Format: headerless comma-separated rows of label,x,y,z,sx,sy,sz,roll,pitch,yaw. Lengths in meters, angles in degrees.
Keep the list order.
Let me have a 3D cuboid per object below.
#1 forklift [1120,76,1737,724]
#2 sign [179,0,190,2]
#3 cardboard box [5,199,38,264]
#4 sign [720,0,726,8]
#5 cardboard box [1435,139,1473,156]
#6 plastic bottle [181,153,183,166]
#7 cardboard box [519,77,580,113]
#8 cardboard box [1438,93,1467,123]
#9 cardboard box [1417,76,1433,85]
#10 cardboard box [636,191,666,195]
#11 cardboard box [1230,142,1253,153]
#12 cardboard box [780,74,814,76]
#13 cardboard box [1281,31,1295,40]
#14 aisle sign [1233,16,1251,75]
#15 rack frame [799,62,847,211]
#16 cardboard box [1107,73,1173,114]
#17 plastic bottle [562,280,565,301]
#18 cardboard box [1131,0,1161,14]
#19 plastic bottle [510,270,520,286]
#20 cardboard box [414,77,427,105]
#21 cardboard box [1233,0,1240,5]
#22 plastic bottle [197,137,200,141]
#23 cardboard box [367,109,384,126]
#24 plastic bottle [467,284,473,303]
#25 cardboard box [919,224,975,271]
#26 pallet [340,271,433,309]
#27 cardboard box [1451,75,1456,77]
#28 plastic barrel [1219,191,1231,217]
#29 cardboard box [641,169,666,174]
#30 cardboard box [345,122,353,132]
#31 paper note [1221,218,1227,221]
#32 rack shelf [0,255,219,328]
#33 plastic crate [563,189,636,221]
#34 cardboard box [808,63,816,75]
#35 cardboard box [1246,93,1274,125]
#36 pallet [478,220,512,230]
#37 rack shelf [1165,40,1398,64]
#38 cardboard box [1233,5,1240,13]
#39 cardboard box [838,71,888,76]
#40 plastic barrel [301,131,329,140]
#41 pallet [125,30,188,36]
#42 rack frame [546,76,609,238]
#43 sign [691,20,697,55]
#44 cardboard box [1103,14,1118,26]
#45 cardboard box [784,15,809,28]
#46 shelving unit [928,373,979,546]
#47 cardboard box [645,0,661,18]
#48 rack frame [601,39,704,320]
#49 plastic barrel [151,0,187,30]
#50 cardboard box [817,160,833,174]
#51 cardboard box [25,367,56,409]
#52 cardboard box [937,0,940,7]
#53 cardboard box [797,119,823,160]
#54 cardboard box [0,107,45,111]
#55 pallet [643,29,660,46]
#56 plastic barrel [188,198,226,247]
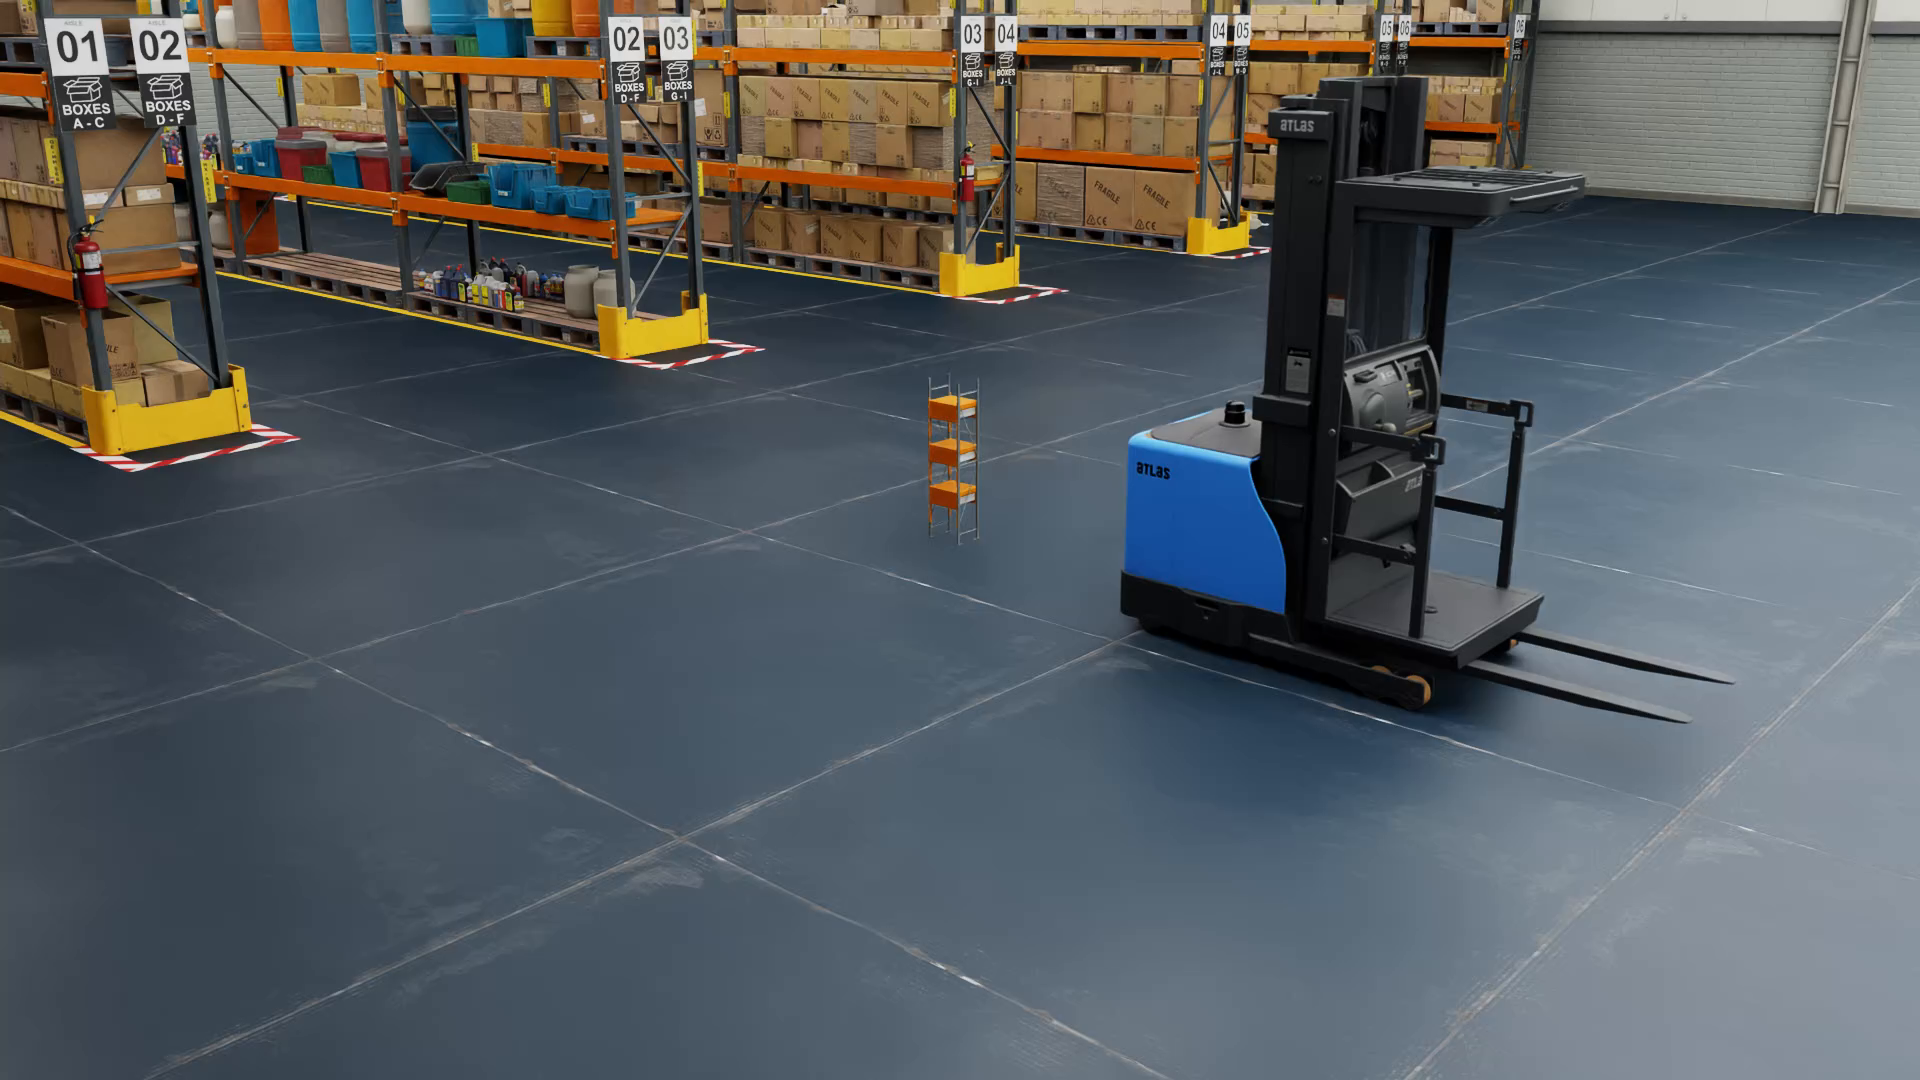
forklift,2.327,-0.749,8.217,3.031,2.935,1.130,15,23,39
sign,-5.906,-4.248,12.594,0.005,0.325,0.100,15,23,39
cardboard box,-7.383,-2.589,13.737,0.500,0.500,0.700,15,23,40
sign,-3.058,-7.021,21.402,0.005,0.325,0.100,15,23,39
cardboard box,9.232,-7.335,31.055,0.500,0.250,0.500,16,23,40
plastic bottle,-10.241,-5.046,21.974,0.097,0.201,0.097,0,18,0
cardboard box,-6.220,-6.762,25.229,0.637,0.503,0.797,16,24,41
cardboard box,9.245,-8.039,30.910,0.500,0.500,0.500,16,24,41
cardboard box,8.741,-8.602,31.120,0.250,0.149,0.380,16,23,40
cardboard box,-4.746,-4.866,24.482,0.500,0.500,0.700,13,22,35
cardboard box,4.791,-6.707,28.417,0.250,0.149,0.380,17,24,42
cardboard box,-2.173,-5.921,22.091,0.500,0.500,0.500,15,23,39
cardboard box,5.486,-8.304,27.366,0.250,0.149,0.380,14,22,38
aisle sign,3.920,-6.875,23.108,0.004,0.787,0.394,15,23,39
rack frame,-2.316,-7.188,28.394,0.127,3.000,1.000,15,23,39
cardboard box,2.615,-6.484,24.142,0.550,0.550,0.875,15,23,39
plastic bottle,-4.294,-2.758,18.199,0.133,0.283,0.061,16,23,40
cardboard box,2.742,-7.465,23.205,0.500,0.250,0.500,15,23,39
plastic bottle,-4.970,-2.882,18.587,0.133,0.283,0.061,15,23,39
cardboard box,-8.864,-7.471,27.802,0.500,0.500,0.500,15,23,39
cardboard box,5.327,-10.772,33.704,0.500,0.500,0.500,16,23,41
plastic bottle,-10.703,-5.502,23.286,0.135,0.276,0.152,15,23,39
cardboard box,-9.569,-7.092,27.848,0.500,0.250,0.500,16,24,41
plastic bottle,-5.314,-2.682,18.095,0.097,0.201,0.097,0,18,0
cardboard box,-0.156,-3.618,20.582,0.500,0.500,0.500,-13,22,-36
pallet,-6.593,-2.982,19.751,1.213,0.211,1.003,15,23,39
cardboard box,9.291,-8.670,31.335,0.250,0.149,0.380,16,24,41
plastic barrel,4.328,-5.566,27.542,0.512,0.421,0.421,-3,18,-8
cardboard box,-5.754,-6.966,31.220,0.250,0.149,0.380,16,23,40
cardboard box,-10.272,-7.066,28.424,0.250,0.149,0.380,16,23,40
paper note,4.314,-5.245,27.199,0.148,0.019,0.142,-9,20,-27
rack shelf,-7.774,-2.298,14.175,4.000,0.370,1.077,15,23,39
plastic crate,-3.561,-3.321,16.455,0.616,0.251,0.499,15,23,39
cardboard box,-3.008,-9.792,34.779,0.500,0.500,0.500,15,23,38
cardboard box,5.179,-7.267,27.985,0.500,0.500,0.500,15,23,40
pallet,-7.132,-5.177,26.668,1.213,0.211,1.003,15,23,39
rack shelf,5.382,-8.210,27.846,4.000,0.370,1.077,15,23,39
cardboard box,4.708,-8.880,27.864,0.250,0.149,0.380,14,22,37
cardboard box,-1.608,-7.519,27.617,0.500,0.500,0.700,15,23,38
plastic barrel,-8.060,-4.861,20.875,0.421,0.512,0.421,0,18,0
pallet,-10.462,-6.746,22.354,1.213,0.211,1.003,15,23,39
rack frame,-5.684,-6.086,24.922,0.127,3.000,1.000,15,23,39
sign,-2.619,-4.917,16.264,0.005,0.325,0.100,15,23,39
cardboard box,2.244,-7.385,23.611,0.250,0.149,0.380,15,23,40
cardboard box,-2.008,-6.559,21.043,0.250,0.149,0.380,16,24,41
shelving unit,-0.040,-0.511,10.578,0.252,1.050,0.215,15,23,39
cardboard box,-4.410,-7.559,23.613,0.500,0.500,0.500,16,23,40
rack frame,-2.988,-3.359,16.329,0.127,3.000,1.000,15,23,39
plastic barrel,-10.397,-6.982,21.867,0.433,0.535,0.433,0,18,0
cardboard box,-1.600,-4.754,21.139,0.250,0.149,0.380,15,23,39
cardboard box,-7.258,-1.267,13.589,0.500,0.250,0.500,15,23,39
cardboard box,-0.617,-10.294,32.362,0.500,0.500,0.500,15,23,40
cardboard box,-1.605,-5.182,21.416,0.500,0.500,0.875,15,23,39
cardboard box,-8.181,-3.419,14.207,0.500,0.500,0.700,15,23,39
pallet,-3.861,-6.979,23.086,1.003,0.211,1.213,15,23,39
plastic barrel,-10.193,-4.337,22.704,0.708,0.588,0.600,15,23,39
